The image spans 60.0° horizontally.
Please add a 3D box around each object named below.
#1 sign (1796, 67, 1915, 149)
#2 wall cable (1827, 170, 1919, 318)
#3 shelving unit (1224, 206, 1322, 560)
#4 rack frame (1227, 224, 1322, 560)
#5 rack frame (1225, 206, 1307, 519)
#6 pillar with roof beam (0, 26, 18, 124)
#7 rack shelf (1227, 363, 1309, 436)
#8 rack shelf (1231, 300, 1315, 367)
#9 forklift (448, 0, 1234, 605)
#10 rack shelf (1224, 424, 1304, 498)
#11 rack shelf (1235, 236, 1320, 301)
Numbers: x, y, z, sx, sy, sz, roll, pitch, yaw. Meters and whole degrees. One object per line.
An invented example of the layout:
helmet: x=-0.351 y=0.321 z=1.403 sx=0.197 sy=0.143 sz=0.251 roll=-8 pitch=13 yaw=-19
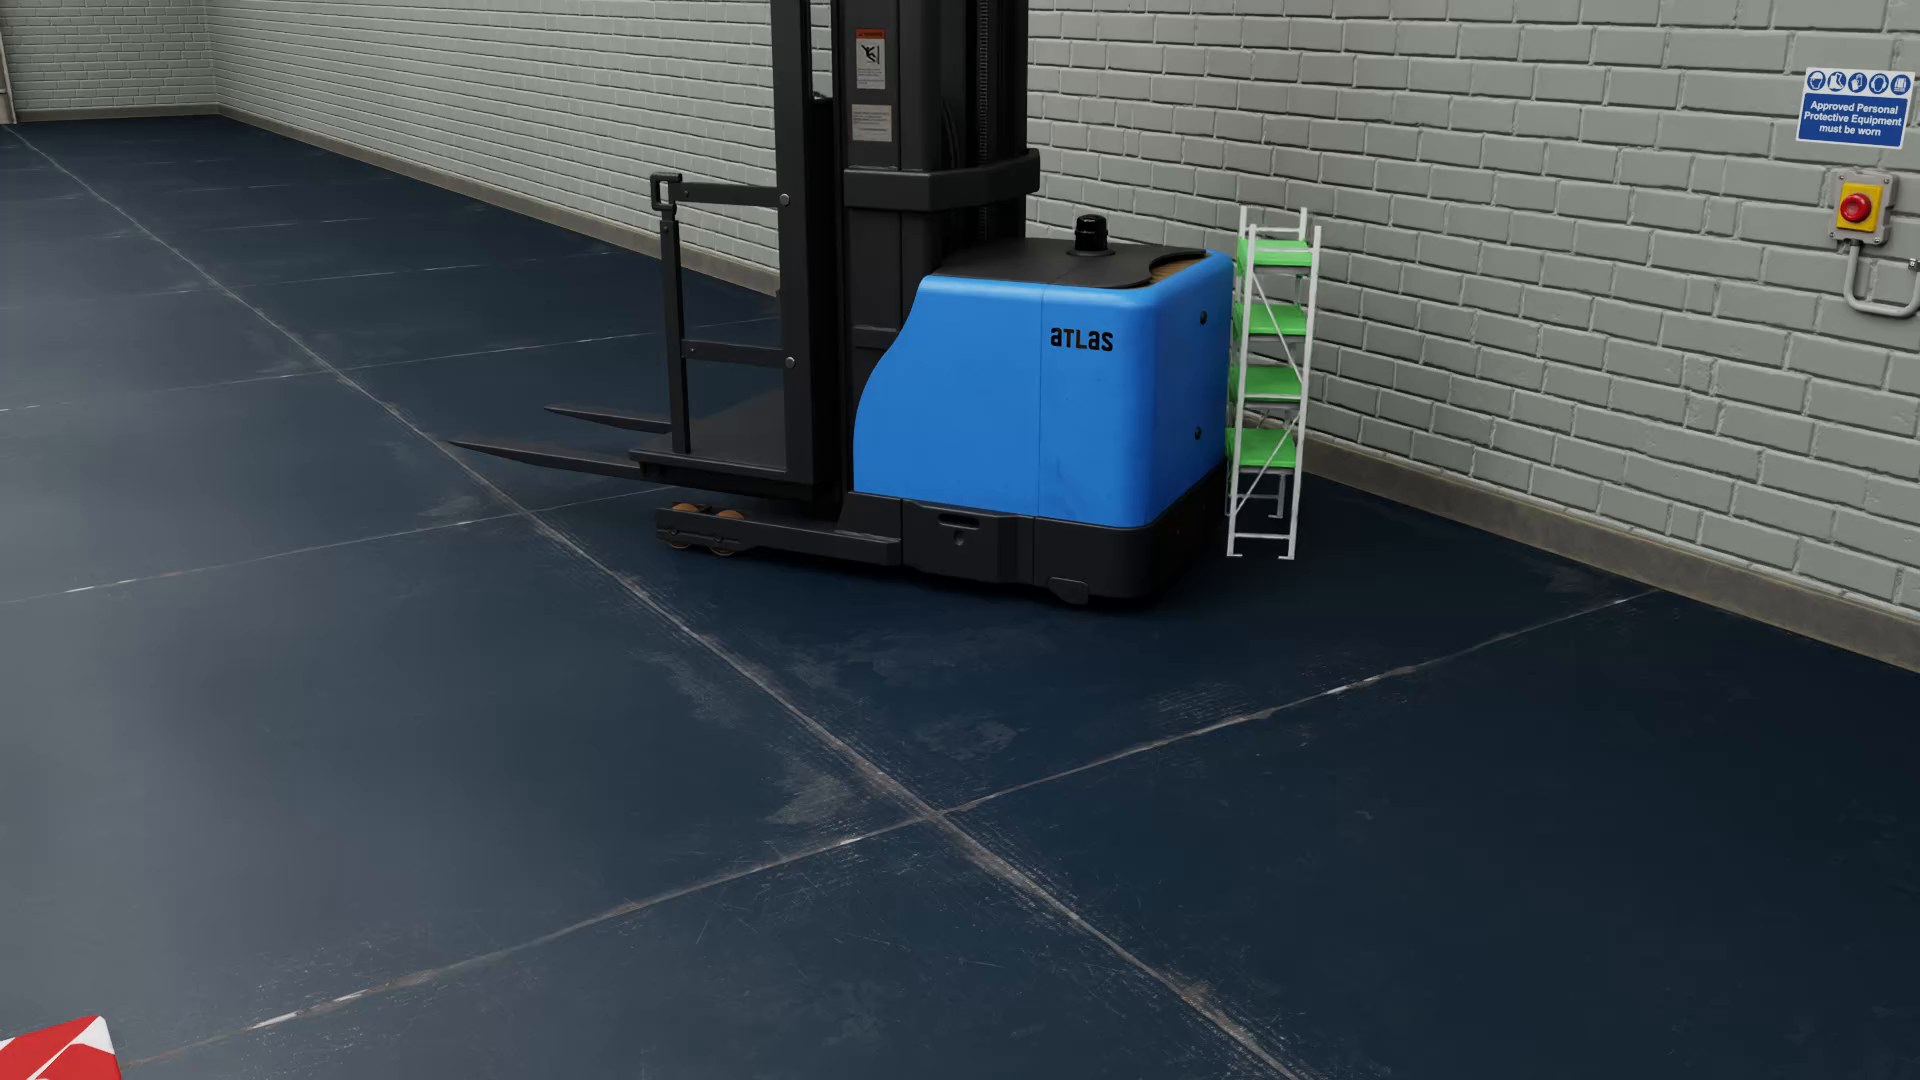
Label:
sign: x=2.653 y=-1.284 z=4.938 sx=0.001 sy=0.218 sz=0.327 roll=-12 pitch=22 yaw=-31
wall cable: x=2.629 y=-1.629 z=4.743 sx=0.123 sy=1.953 sz=0.585 roll=-12 pitch=22 yaw=-31
shelving unit: x=1.124 y=-0.581 z=6.085 sx=0.258 sy=1.200 sz=0.503 roll=3 pitch=19 yaw=5
rack frame: x=1.100 y=-0.503 z=5.855 sx=0.240 sy=1.200 sz=0.015 roll=3 pitch=19 yaw=5
rack frame: x=1.148 y=-0.659 z=6.315 sx=0.240 sy=1.200 sz=0.015 roll=3 pitch=19 yaw=5
pillar with roof beam: x=-11.544 y=-9.156 z=19.277 sx=0.400 sy=9.000 sz=9.100 roll=-12 pitch=22 yaw=-31
rack shelf: x=1.123 y=-0.521 z=6.105 sx=0.258 sy=0.148 sz=0.480 roll=3 pitch=19 yaw=5
rack shelf: x=1.127 y=-0.748 z=6.028 sx=0.258 sy=0.148 sz=0.480 roll=3 pitch=19 yaw=5
forklift: x=-0.565 y=-1.472 z=6.023 sx=3.031 sy=2.935 sz=1.130 roll=8 pitch=20 yaw=23
rack shelf: x=1.120 y=-0.294 z=6.182 sx=0.258 sy=0.148 sz=0.480 roll=3 pitch=19 yaw=5
rack shelf: x=1.130 y=-0.975 z=5.951 sx=0.258 sy=0.148 sz=0.480 roll=3 pitch=19 yaw=5
